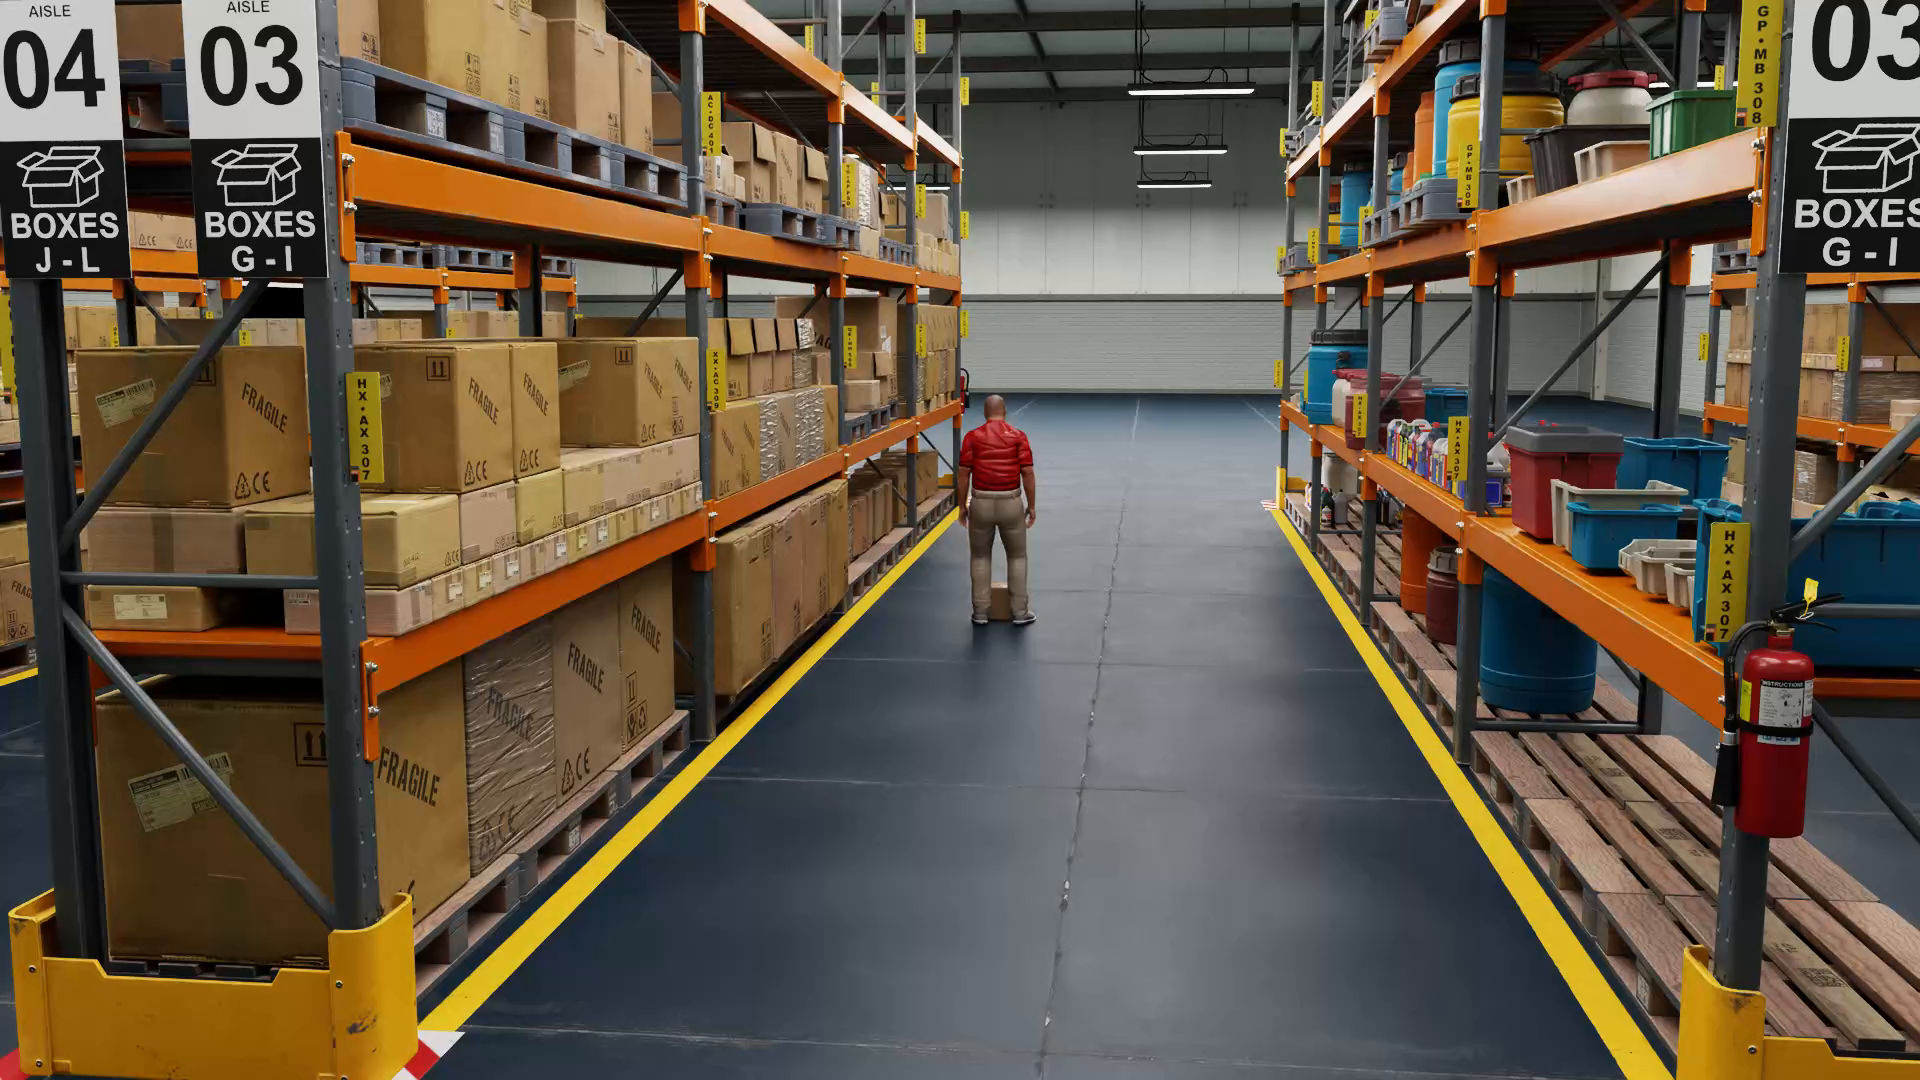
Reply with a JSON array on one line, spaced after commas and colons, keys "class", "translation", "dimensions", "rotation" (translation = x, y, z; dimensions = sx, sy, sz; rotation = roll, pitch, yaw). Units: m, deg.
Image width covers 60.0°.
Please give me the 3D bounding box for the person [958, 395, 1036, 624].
[{"class": "person", "translation": [0.279, -0.227, 12.561], "dimensions": [0.591, 1.726, 0.387], "rotation": [1, 8, 5]}]
